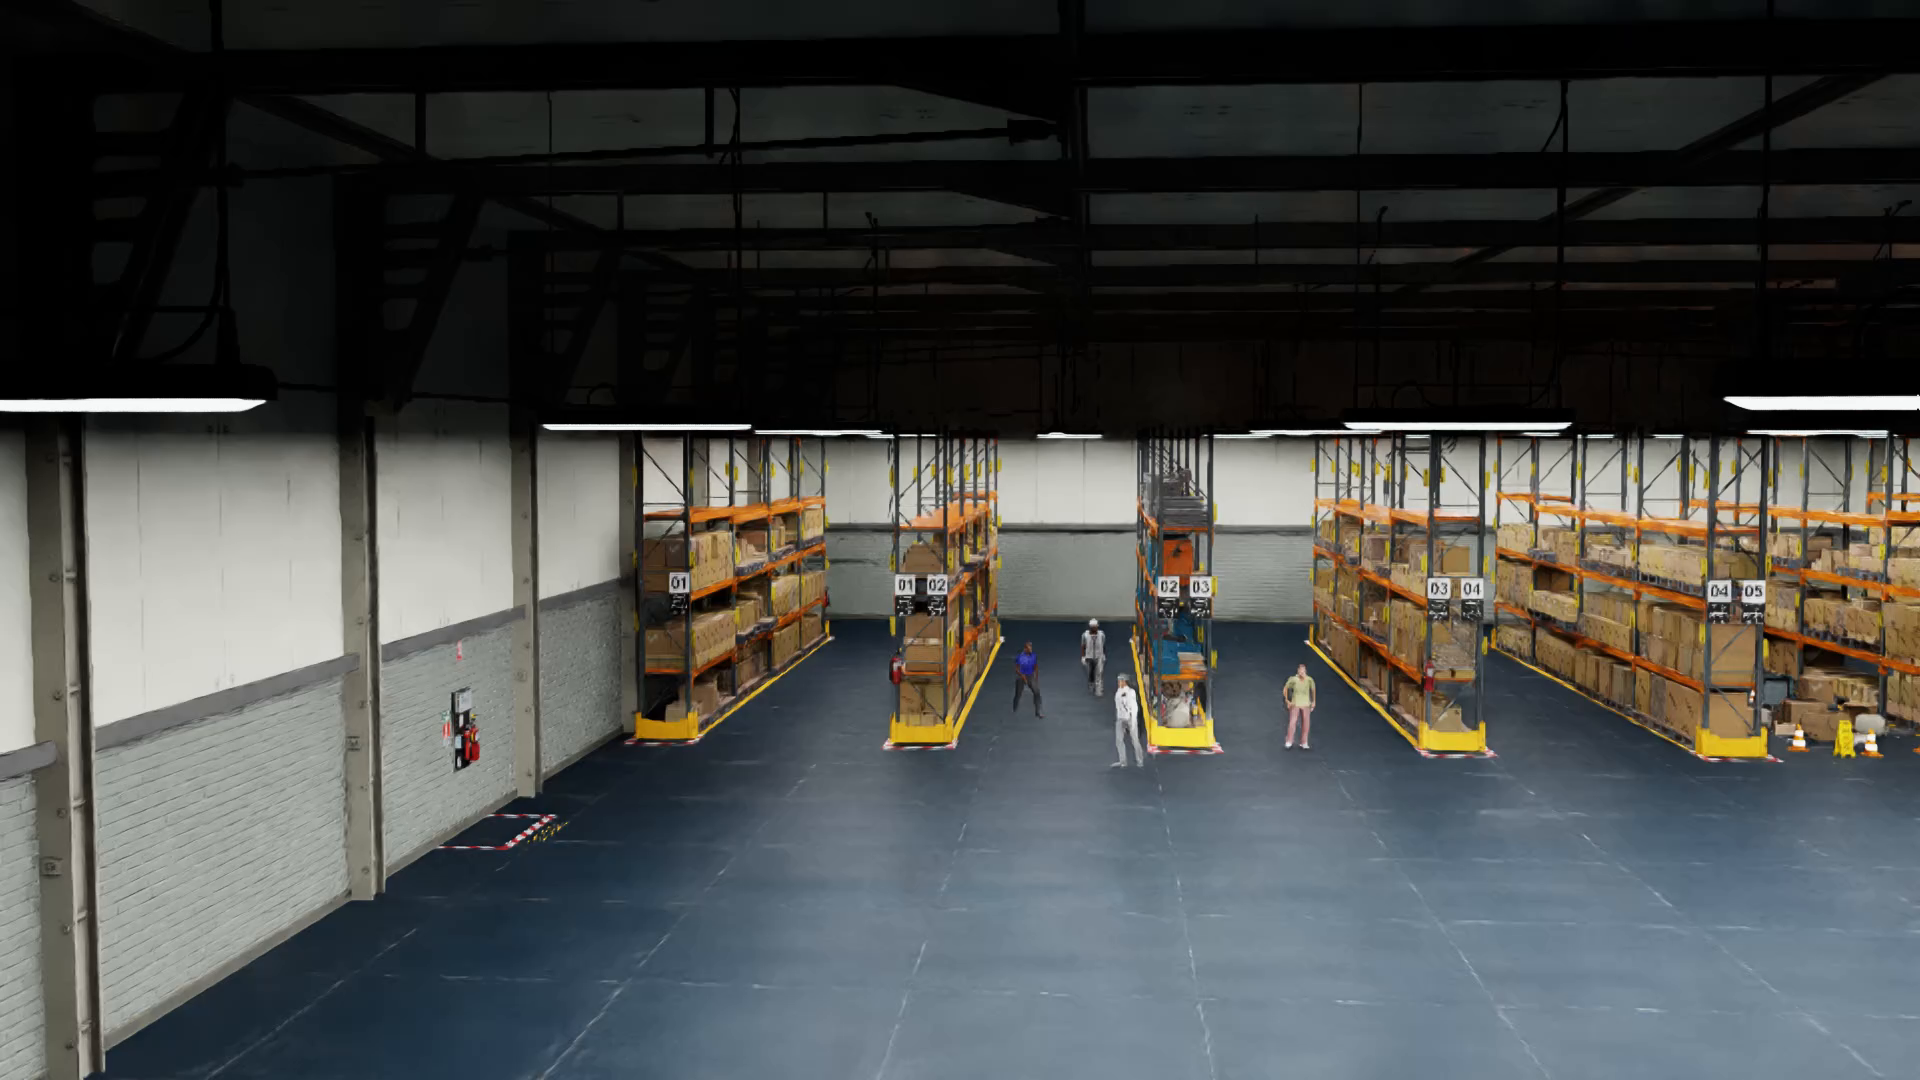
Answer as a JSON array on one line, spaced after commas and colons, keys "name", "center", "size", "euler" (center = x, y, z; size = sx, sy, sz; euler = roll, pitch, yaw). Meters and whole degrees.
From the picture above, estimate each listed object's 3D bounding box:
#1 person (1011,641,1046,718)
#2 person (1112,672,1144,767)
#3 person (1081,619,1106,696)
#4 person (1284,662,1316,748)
[{"name": "person", "center": [1.390, 2.854, 34.346], "size": [0.617, 1.590, 0.812], "euler": [-1, 4, -14]}, {"name": "person", "center": [2.949, 3.146, 29.180], "size": [0.566, 1.655, 0.507], "euler": [-3, 4, -38]}, {"name": "person", "center": [3.000, 2.612, 37.352], "size": [0.566, 1.706, 1.122], "euler": [0, 3, 7]}, {"name": "person", "center": [6.311, 3.064, 30.875], "size": [0.598, 1.619, 0.507], "euler": [0, 3, 2]}]
